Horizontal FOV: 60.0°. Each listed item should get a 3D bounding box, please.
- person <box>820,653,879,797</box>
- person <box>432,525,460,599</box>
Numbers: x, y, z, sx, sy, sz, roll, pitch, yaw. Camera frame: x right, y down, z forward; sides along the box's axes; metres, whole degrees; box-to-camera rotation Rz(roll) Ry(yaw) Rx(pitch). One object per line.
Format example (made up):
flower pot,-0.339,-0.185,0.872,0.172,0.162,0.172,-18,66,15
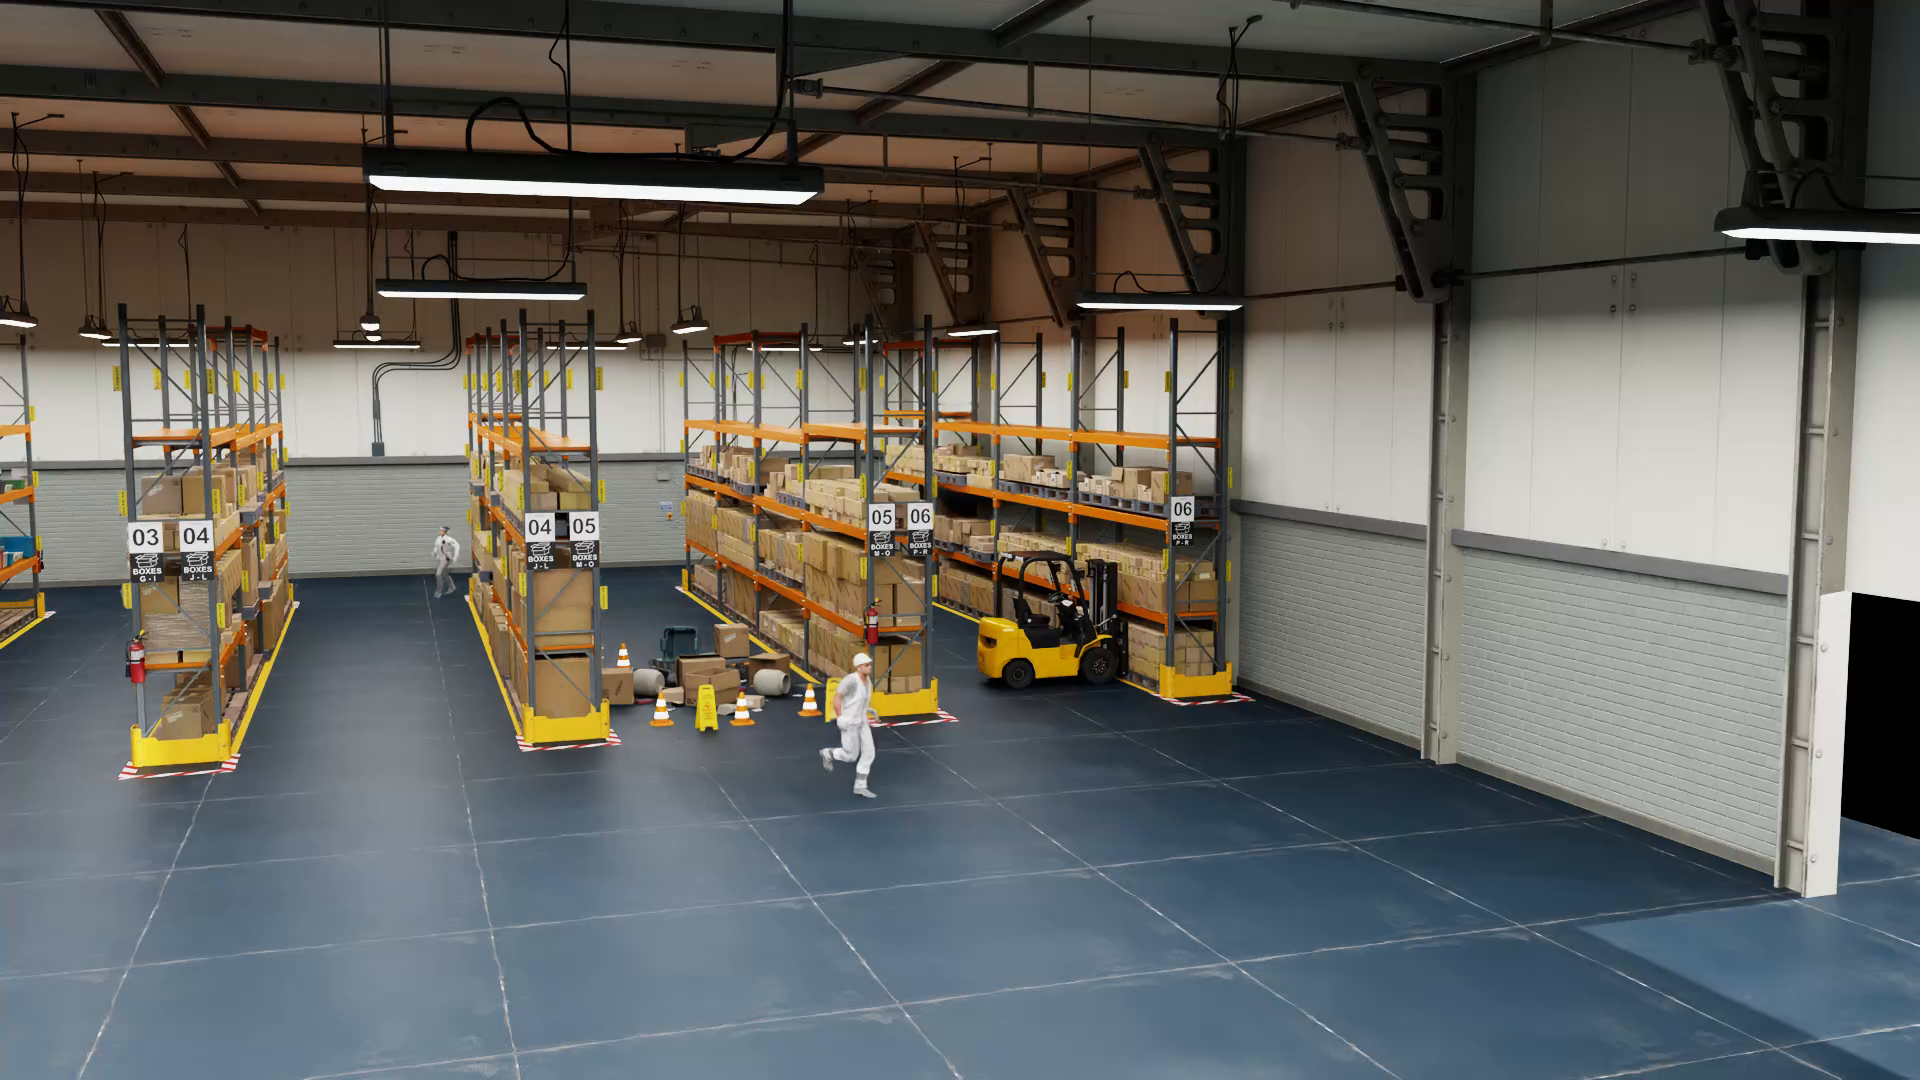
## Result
person,-1.347,2.236,20.292,0.814,1.756,0.678,4,6,33
person,-12.017,0.504,38.782,0.625,1.745,0.735,4,7,37
